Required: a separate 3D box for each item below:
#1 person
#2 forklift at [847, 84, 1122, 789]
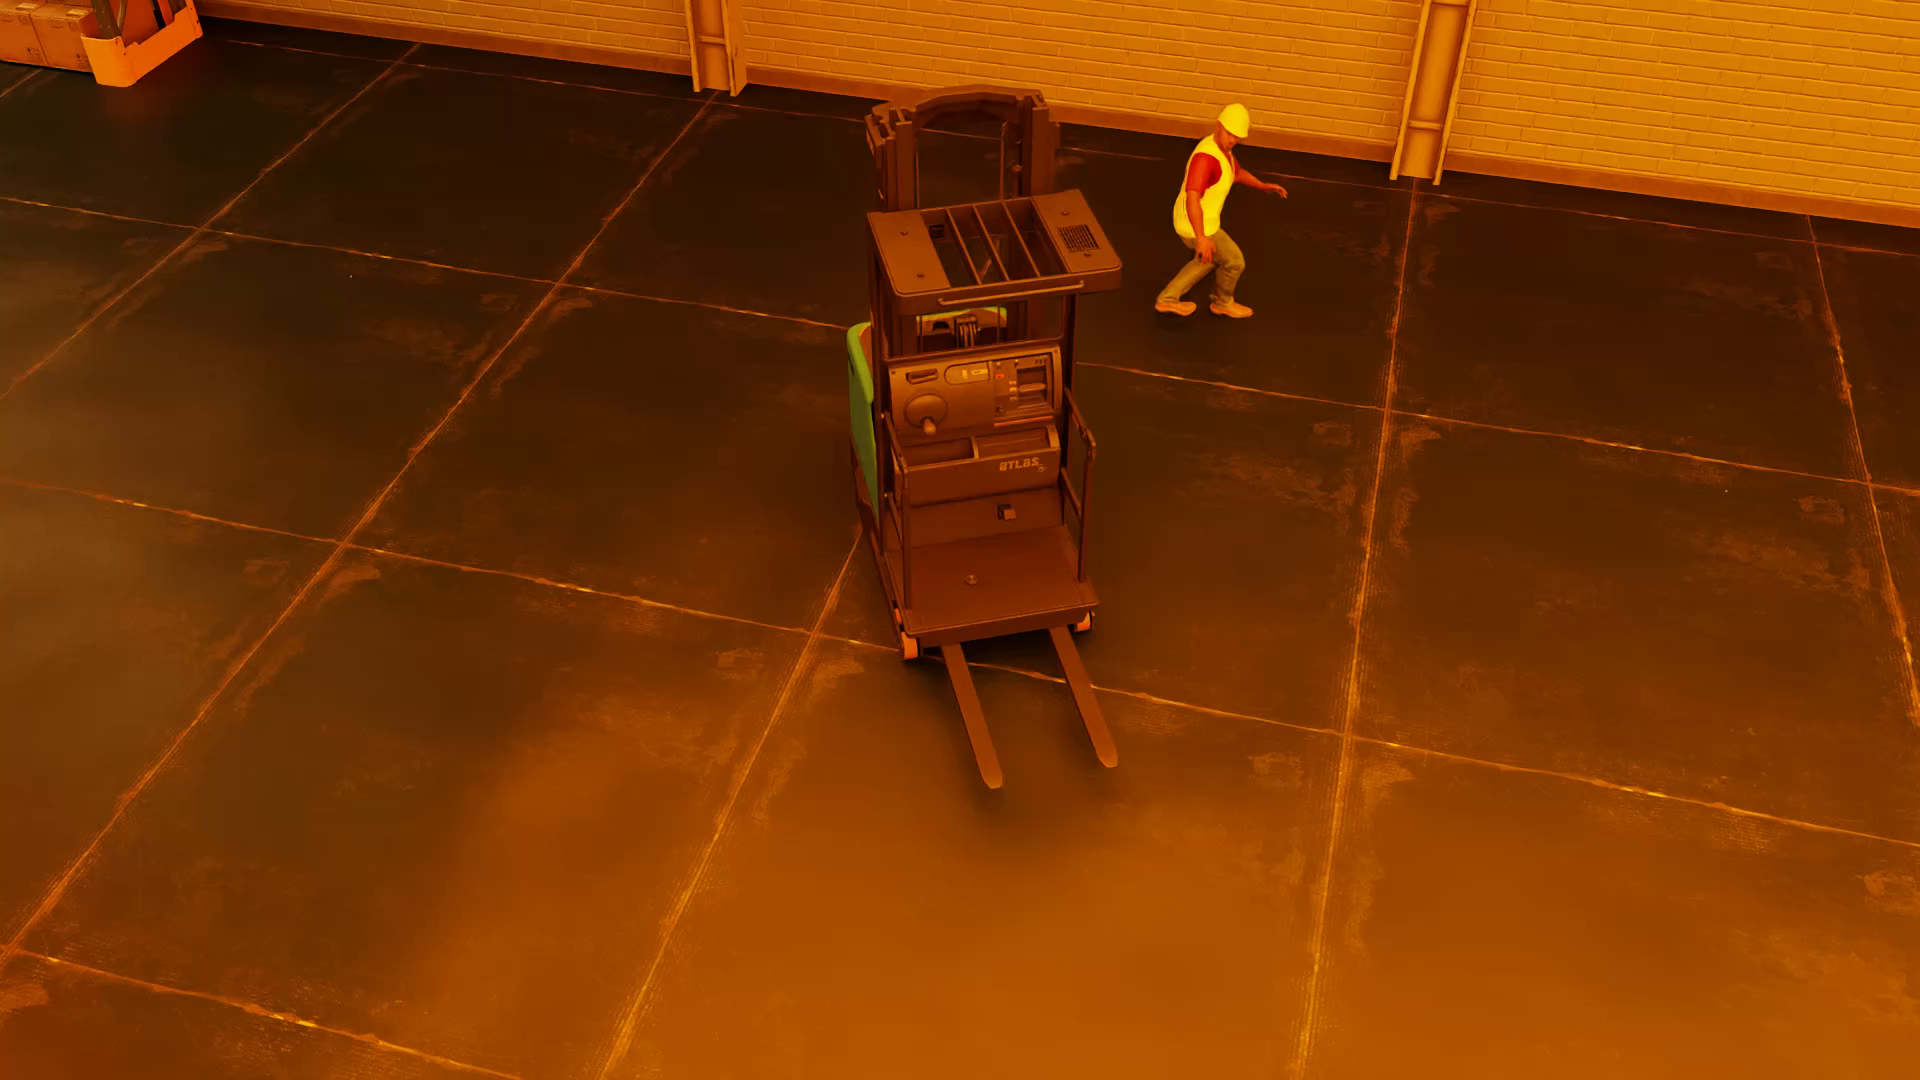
[{"bbox_3d":[1.807,-2.142,11.306,0.852,1.627,0.913,1,41,1],"label":"person"},{"bbox_3d":[0.137,-0.710,8.671,1.130,2.935,3.031,-9,42,-10],"label":"forklift"}]
